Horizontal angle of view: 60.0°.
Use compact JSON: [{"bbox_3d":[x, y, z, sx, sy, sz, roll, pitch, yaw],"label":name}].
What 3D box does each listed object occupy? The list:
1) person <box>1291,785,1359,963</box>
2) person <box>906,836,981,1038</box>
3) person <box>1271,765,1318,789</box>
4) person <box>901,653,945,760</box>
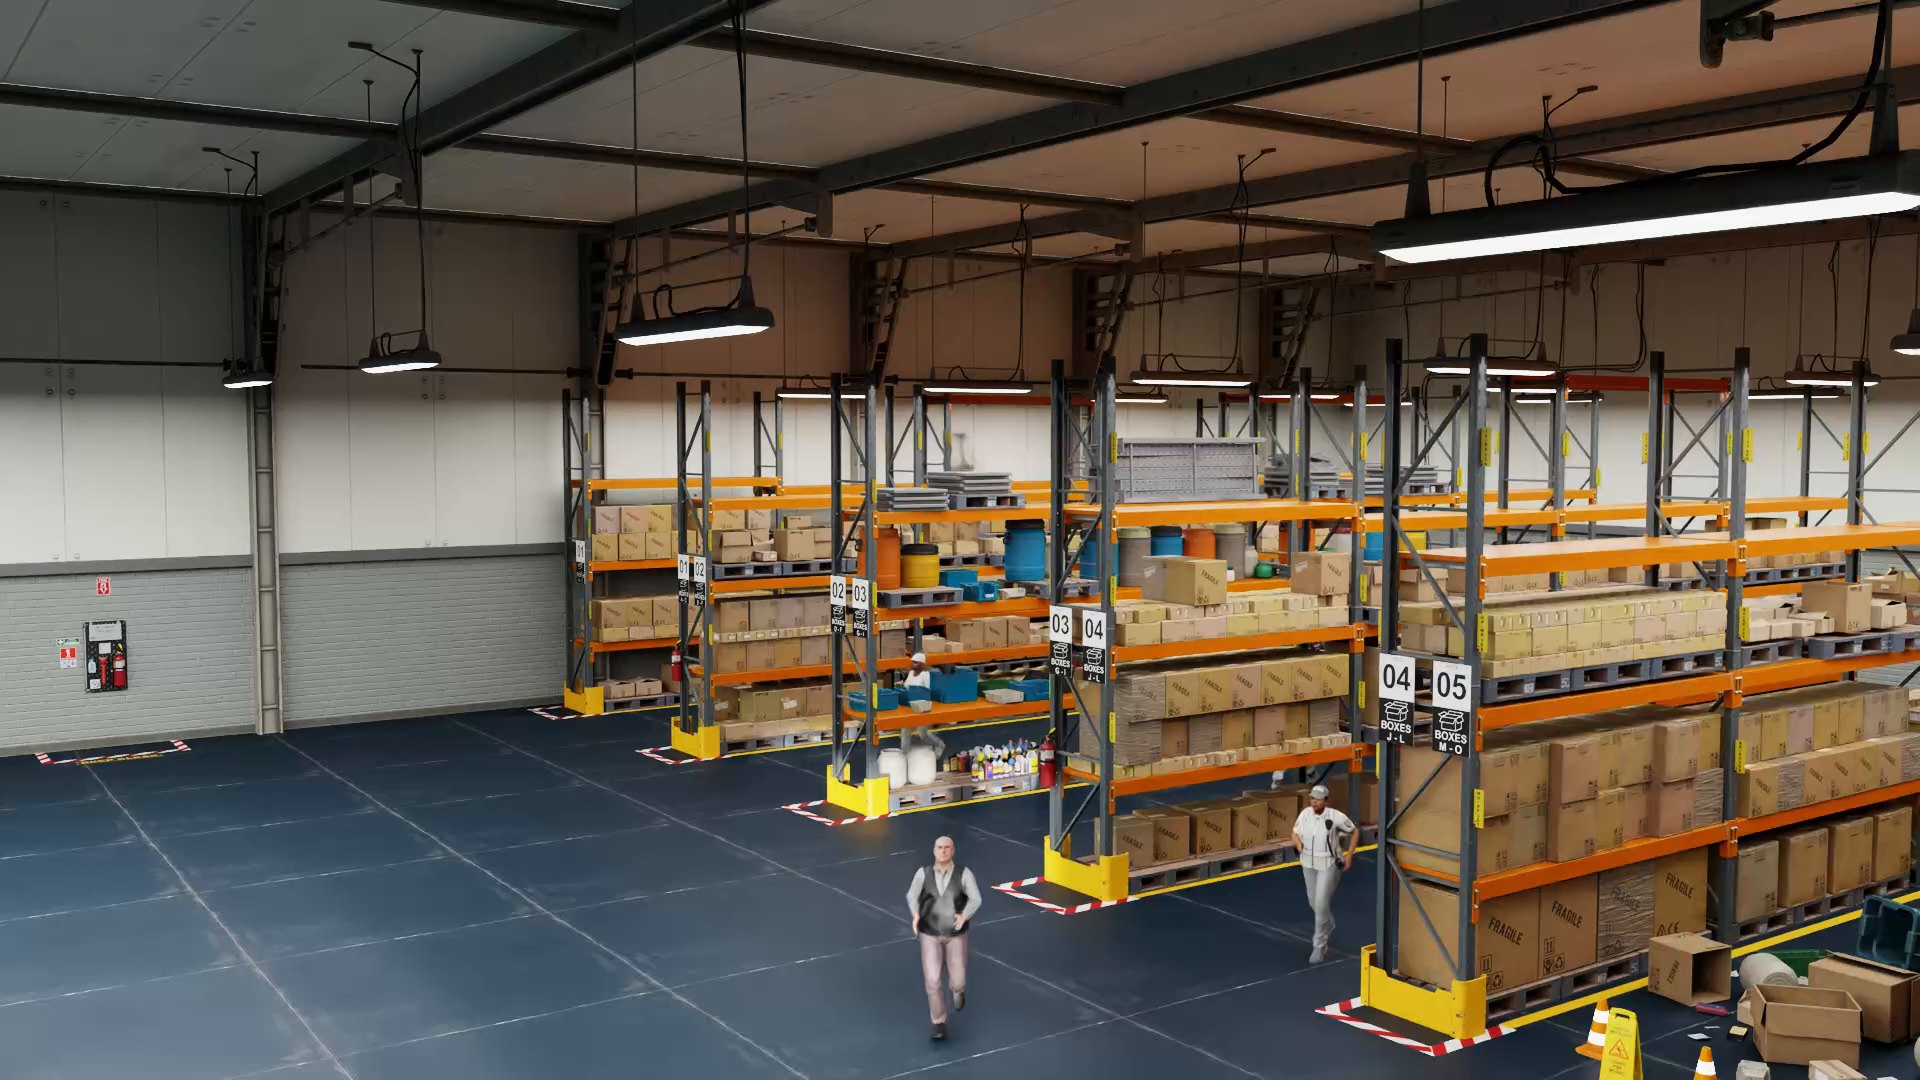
[{"bbox_3d":[3.606,3.281,16.536,0.622,1.732,0.770,3,5,40],"label":"person"},{"bbox_3d":[-0.147,3.401,14.407,0.664,1.677,0.703,0,4,4],"label":"person"},{"bbox_3d":[4.672,2.736,23.419,1.002,1.774,0.659,-3,5,-40],"label":"person"},{"bbox_3d":[-0.658,2.620,25.746,0.968,1.747,0.710,-3,5,-43],"label":"person"}]
